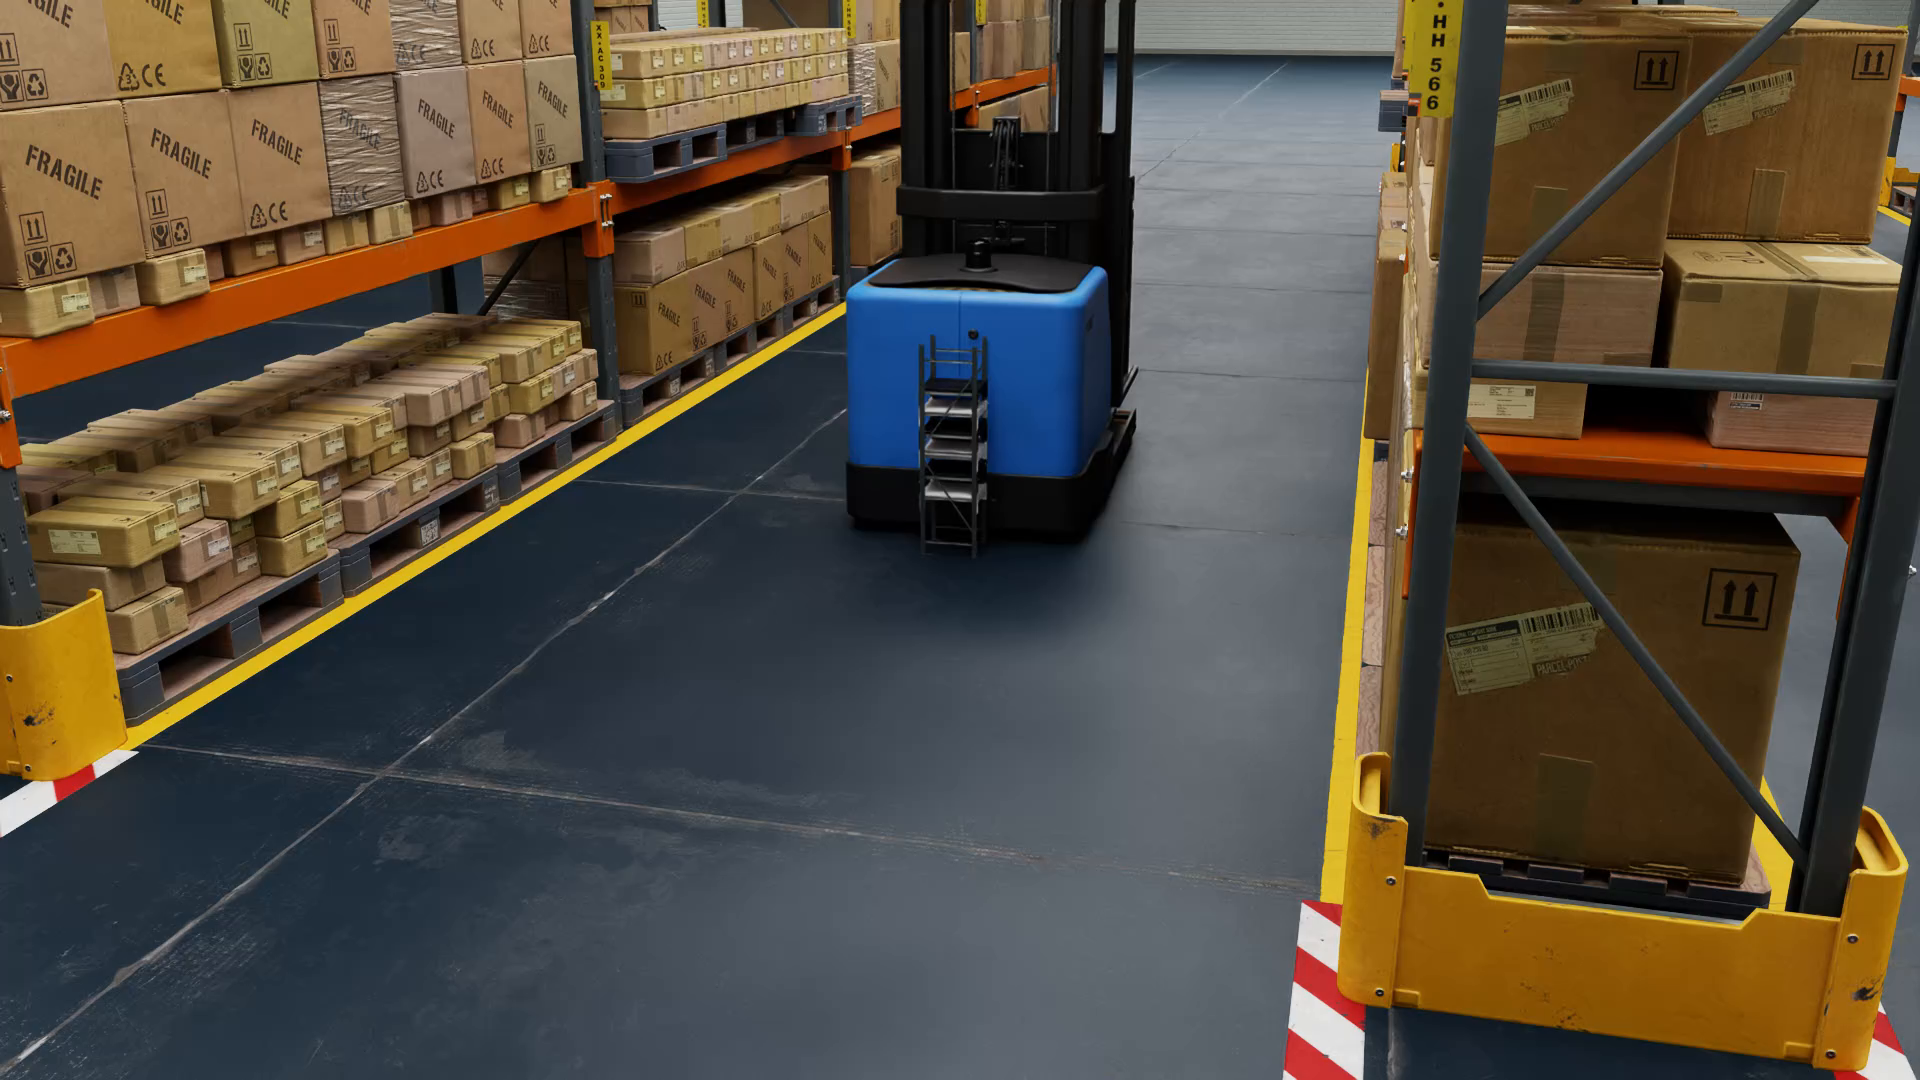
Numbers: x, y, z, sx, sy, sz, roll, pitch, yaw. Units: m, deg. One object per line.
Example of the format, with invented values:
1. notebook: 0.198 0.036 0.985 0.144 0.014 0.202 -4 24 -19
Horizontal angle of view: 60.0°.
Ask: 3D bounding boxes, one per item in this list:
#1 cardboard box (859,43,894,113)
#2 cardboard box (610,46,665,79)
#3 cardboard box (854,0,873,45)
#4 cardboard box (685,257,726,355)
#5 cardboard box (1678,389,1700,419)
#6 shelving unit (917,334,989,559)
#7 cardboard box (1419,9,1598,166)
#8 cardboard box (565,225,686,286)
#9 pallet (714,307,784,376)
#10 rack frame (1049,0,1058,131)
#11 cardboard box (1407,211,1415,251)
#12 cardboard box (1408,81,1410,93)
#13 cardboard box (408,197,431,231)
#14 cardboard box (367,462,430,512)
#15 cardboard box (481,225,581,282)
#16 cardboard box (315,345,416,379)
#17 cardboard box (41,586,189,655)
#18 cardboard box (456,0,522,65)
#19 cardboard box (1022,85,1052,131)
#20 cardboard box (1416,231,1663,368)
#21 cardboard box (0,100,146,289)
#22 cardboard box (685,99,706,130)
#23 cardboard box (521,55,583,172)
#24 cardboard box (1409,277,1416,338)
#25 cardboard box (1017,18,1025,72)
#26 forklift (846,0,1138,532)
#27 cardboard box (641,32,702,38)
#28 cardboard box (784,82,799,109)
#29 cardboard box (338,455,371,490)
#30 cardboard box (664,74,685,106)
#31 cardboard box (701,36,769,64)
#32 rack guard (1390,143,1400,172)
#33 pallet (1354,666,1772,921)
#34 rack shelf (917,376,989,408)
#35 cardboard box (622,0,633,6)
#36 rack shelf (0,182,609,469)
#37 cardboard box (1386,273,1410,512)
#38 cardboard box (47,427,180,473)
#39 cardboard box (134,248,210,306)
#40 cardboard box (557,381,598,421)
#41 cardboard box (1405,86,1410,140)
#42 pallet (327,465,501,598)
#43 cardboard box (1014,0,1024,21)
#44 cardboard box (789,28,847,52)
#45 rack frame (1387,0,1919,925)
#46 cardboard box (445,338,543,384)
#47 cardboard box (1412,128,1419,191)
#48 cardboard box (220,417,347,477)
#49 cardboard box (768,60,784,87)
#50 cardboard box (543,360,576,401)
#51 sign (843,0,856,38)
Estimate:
1. cardboard box: -0.824 -3.592 12.908 0.500 0.500 0.500 4 19 13
2. cardboard box: -1.752 -2.460 8.569 0.380 0.149 0.250 6 20 16
3. cardboard box: -1.075 -4.085 12.804 0.700 0.500 0.500 4 19 13
4. cardboard box: -1.729 -1.404 9.876 0.500 0.500 0.500 6 20 16
5. cardboard box: 1.981 -0.382 4.053 0.380 0.149 0.250 4 19 13
6. shelving unit: -0.027 -0.386 6.925 0.258 0.900 0.210 4 19 11
7. cardboard box: 1.875 -1.566 5.744 0.500 0.500 0.500 4 19 12
8. cardboard box: -1.858 -1.593 9.269 0.500 0.250 0.500 4 19 11
9. pallet: -1.809 -1.320 10.726 1.003 0.211 1.213 5 19 13
10. rack frame: 0.638 -5.773 19.449 1.000 3.000 0.127 5 19 13
11. cardboard box: 1.905 -1.156 6.319 0.380 0.149 0.250 4 19 12
12. cardboard box: 3.601 -3.444 11.824 0.700 0.500 0.500 8 20 21
13. cardboard box: -2.456 -1.375 6.960 0.380 0.149 0.250 4 19 13
14. cardboard box: -2.468 -0.233 6.989 0.380 0.149 0.250 5 19 13
15. cardboard box: -2.357 -1.636 9.394 0.500 0.250 0.500 4 19 12
16. cardboard box: -2.760 -0.803 7.739 0.380 0.149 0.250 4 19 12
17. cardboard box: -2.833 0.253 5.566 0.380 0.149 0.250 5 20 14
18. cardboard box: -2.268 -2.342 7.242 0.500 0.500 0.500 4 19 12
19. cardboard box: 0.536 -4.749 19.087 0.875 0.875 0.875 5 19 14
20. cardboard box: 1.374 -0.577 4.009 0.500 0.250 0.500 4 19 13
21. cardboard box: -2.894 -1.065 5.051 0.500 0.500 0.500 6 20 16
22. cardboard box: -1.625 -2.344 9.149 0.380 0.149 0.250 5 19 14
23. cardboard box: -2.139 -2.026 7.864 0.500 0.500 0.500 5 19 13
24. cardboard box: 1.529 -0.674 4.908 0.380 0.149 0.250 4 19 12
25. cardboard box: 0.219 -5.384 18.079 0.875 0.550 0.550 5 19 13
26. forklift: 0.312 -1.860 8.099 1.130 2.935 3.031 4 19 11
27. cardboard box: -1.875 -3.169 10.642 0.380 0.149 0.250 6 20 16
28. cardboard box: -1.245 -2.834 10.583 0.380 0.149 0.250 4 19 11
29. cardboard box: -2.632 -0.308 6.750 0.380 0.149 0.250 6 20 16
30. cardboard box: -1.691 -2.401 8.855 0.380 0.149 0.250 4 19 12
31. cardboard box: -1.375 -2.951 10.004 0.380 0.149 0.250 5 20 15
32. rack guard: 5.404 -4.143 18.544 1.175 0.500 0.348 5 19 13
33. pallet: 1.633 0.728 4.730 1.003 0.211 1.213 5 19 13
34. rack shelf: -0.027 -0.610 6.849 0.258 0.077 0.200 4 19 11
35. cardboard box: -4.231 -6.458 19.293 0.700 0.500 0.500 5 19 14
36. rack shelf: -2.783 -1.045 6.718 1.077 0.370 4.000 5 19 13
37. cardboard box: 2.252 -0.581 6.886 0.875 0.875 0.875 5 19 13
38. cardboard box: -3.206 -0.317 6.315 0.380 0.149 0.250 4 19 11
39. cardboard box: -2.735 -0.878 5.506 0.380 0.149 0.250 4 19 12
40. cardboard box: -2.060 -0.712 8.391 0.380 0.149 0.250 5 19 14
41. cardboard box: 3.085 -2.759 10.469 0.500 0.500 0.500 5 20 15
42. pallet: -2.720 -0.095 7.140 1.003 0.211 1.213 5 19 13
43. cardboard box: 0.193 -5.721 17.394 0.875 0.550 0.500 5 19 13
44. cardboard box: -0.992 -3.437 11.429 0.380 0.149 0.250 4 19 11
45. rack frame: 1.513 -0.335 3.527 1.000 3.000 0.127 5 19 13
46. cardboard box: -2.207 -0.849 7.874 0.380 0.149 0.250 4 19 13
47. cardboard box: 2.122 -1.532 6.803 0.500 0.250 0.500 4 19 12
48. cardboard box: -2.620 -0.362 6.447 0.380 0.149 0.250 5 20 16
49. cardboard box: -1.309 -2.891 10.290 0.380 0.149 0.250 5 20 15
50. cardboard box: -2.117 -0.793 8.168 0.380 0.149 0.250 4 19 11
51. sign: -0.788 -3.736 11.817 0.100 0.325 0.005 5 19 13
